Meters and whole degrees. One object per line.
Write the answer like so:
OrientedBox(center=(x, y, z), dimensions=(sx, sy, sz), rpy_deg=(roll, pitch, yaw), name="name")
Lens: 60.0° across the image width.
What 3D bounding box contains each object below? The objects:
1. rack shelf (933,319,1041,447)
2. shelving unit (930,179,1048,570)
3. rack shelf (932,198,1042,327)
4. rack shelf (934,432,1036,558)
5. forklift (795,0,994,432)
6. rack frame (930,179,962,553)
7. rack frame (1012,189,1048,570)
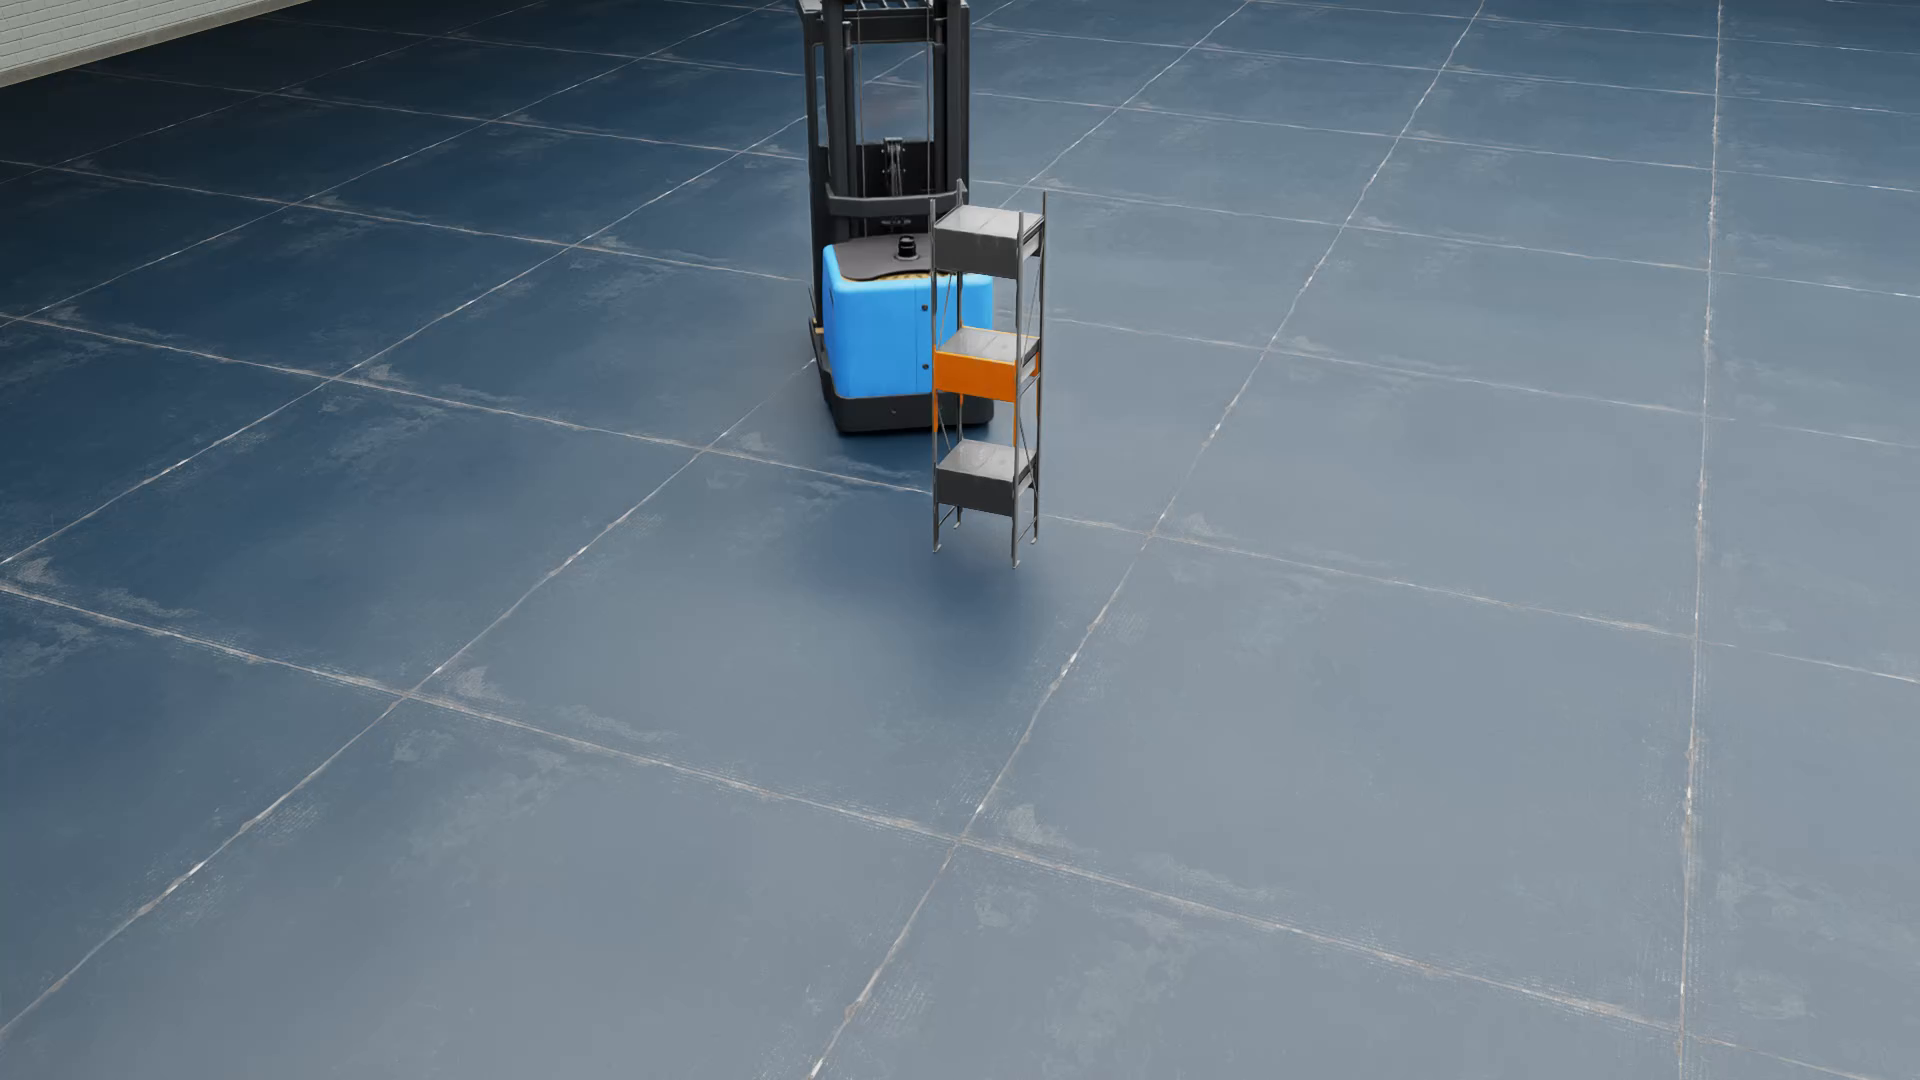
OrientedBox(center=(0.153, -0.872, 9.186), dimensions=(0.480, 0.518, 0.431), rpy_deg=(11, 31, 19), name="rack shelf")
OrientedBox(center=(0.153, -0.883, 9.179), dimensions=(0.503, 2.100, 0.431), rpy_deg=(11, 31, 19), name="shelving unit")
OrientedBox(center=(0.153, -1.481, 8.841), dimensions=(0.480, 0.518, 0.431), rpy_deg=(11, 31, 19), name="rack shelf")
OrientedBox(center=(0.153, -0.262, 9.530), dimensions=(0.480, 0.518, 0.431), rpy_deg=(11, 31, 19), name="rack shelf")
OrientedBox(center=(-0.520, -2.687, 11.525), dimensions=(1.130, 2.935, 3.031), rpy_deg=(-5, 30, -8), name="forklift")
OrientedBox(center=(-0.073, -0.929, 9.259), dimensions=(0.015, 2.100, 0.400), rpy_deg=(11, 31, 19), name="rack frame")
OrientedBox(center=(0.379, -0.838, 9.099), dimensions=(0.015, 2.100, 0.400), rpy_deg=(11, 31, 19), name="rack frame")
